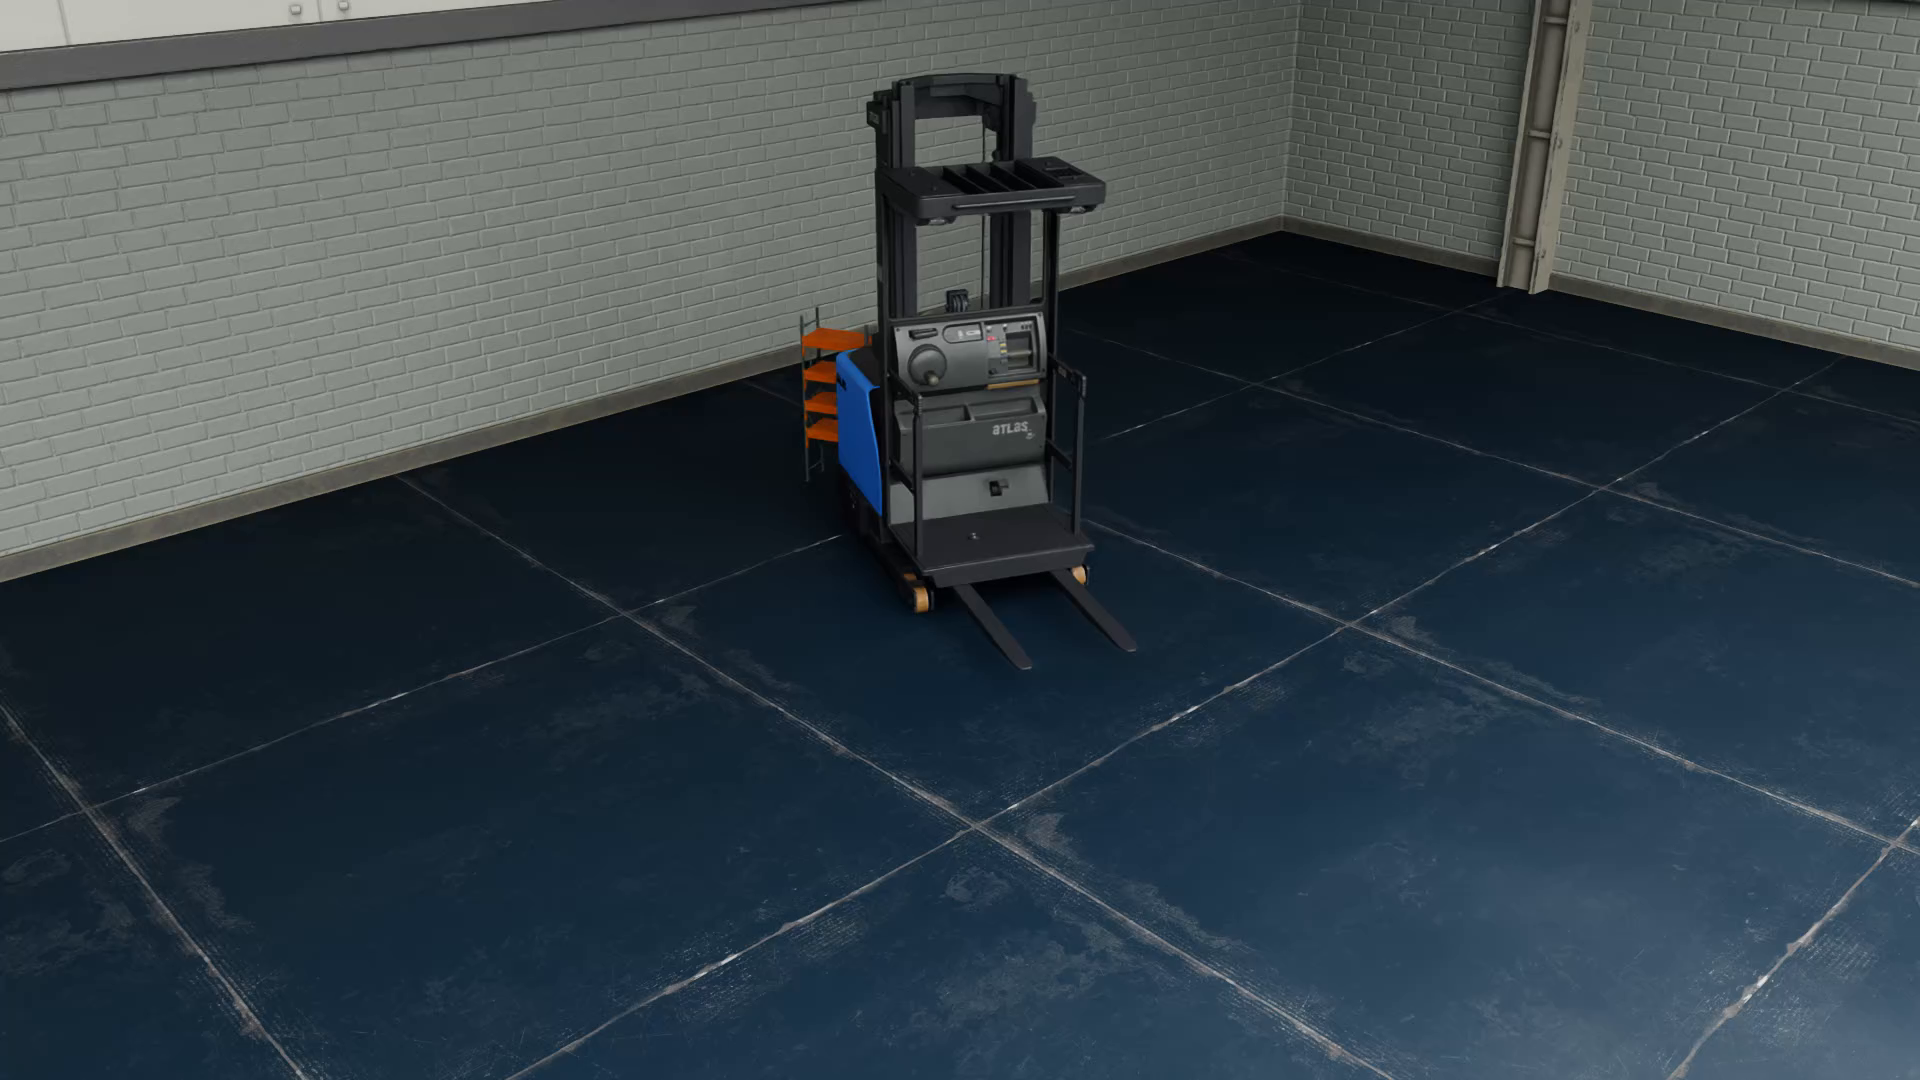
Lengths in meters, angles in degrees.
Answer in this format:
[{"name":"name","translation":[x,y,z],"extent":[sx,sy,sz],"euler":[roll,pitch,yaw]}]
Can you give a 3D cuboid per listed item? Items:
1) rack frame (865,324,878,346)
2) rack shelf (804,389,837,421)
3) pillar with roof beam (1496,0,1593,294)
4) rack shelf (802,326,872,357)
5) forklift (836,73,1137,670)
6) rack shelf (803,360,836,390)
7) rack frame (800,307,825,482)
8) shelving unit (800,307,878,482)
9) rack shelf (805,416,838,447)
[{"name":"rack frame","translation":[-0.574,-0.917,11.314],"extent":[0.015,1.200,0.240],"euler":[10,27,22]},{"name":"rack shelf","translation":[-0.797,-0.897,11.433],"extent":[0.480,0.148,0.258],"euler":[10,27,22]},{"name":"pillar with roof beam","translation":[2.313,-5.325,11.580],"extent":[9.100,9.000,0.400],"euler":[-21,32,-38]},{"name":"rack shelf","translation":[-0.797,-1.316,11.242],"extent":[0.480,0.148,0.258],"euler":[10,27,22]},{"name":"forklift","translation":[0.138,-1.090,9.608],"extent":[1.130,2.935,3.031],"euler":[-8,26,-17]},{"name":"rack shelf","translation":[-0.797,-1.100,11.340],"extent":[0.480,0.148,0.258],"euler":[10,27,22]},{"name":"rack frame","translation":[-1.020,-0.999,11.495],"extent":[0.015,1.200,0.240],"euler":[10,27,22]},{"name":"shelving unit","translation":[-0.797,-0.958,11.405],"extent":[0.503,1.200,0.258],"euler":[10,27,22]},{"name":"rack shelf","translation":[-0.797,-0.716,11.515],"extent":[0.480,0.148,0.258],"euler":[10,27,22]}]
